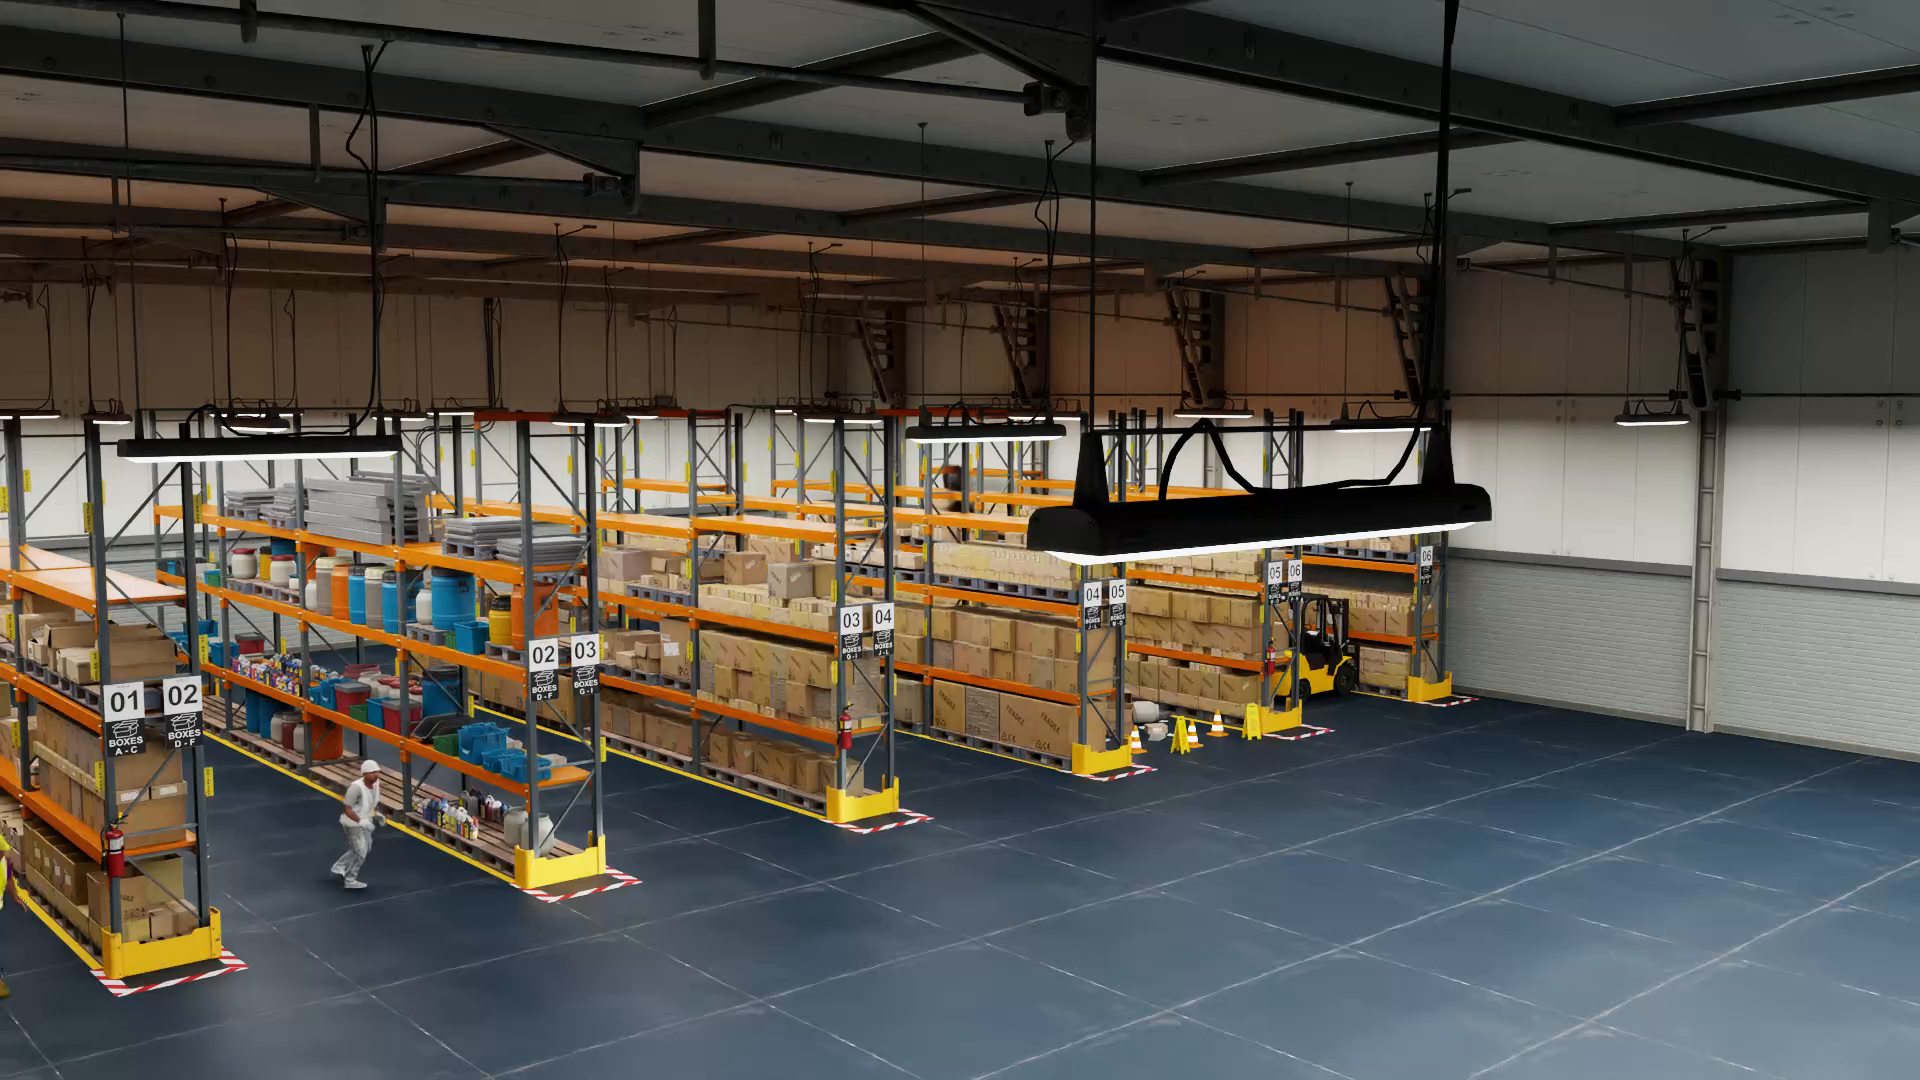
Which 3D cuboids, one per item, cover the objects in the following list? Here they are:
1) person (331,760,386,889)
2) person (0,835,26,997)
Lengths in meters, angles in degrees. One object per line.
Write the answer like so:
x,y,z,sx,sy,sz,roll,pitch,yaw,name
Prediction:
-7.746,3.624,21.274,0.825,1.679,0.653,1,5,9,person
-10.309,3.931,17.510,0.739,1.747,0.685,2,5,20,person
